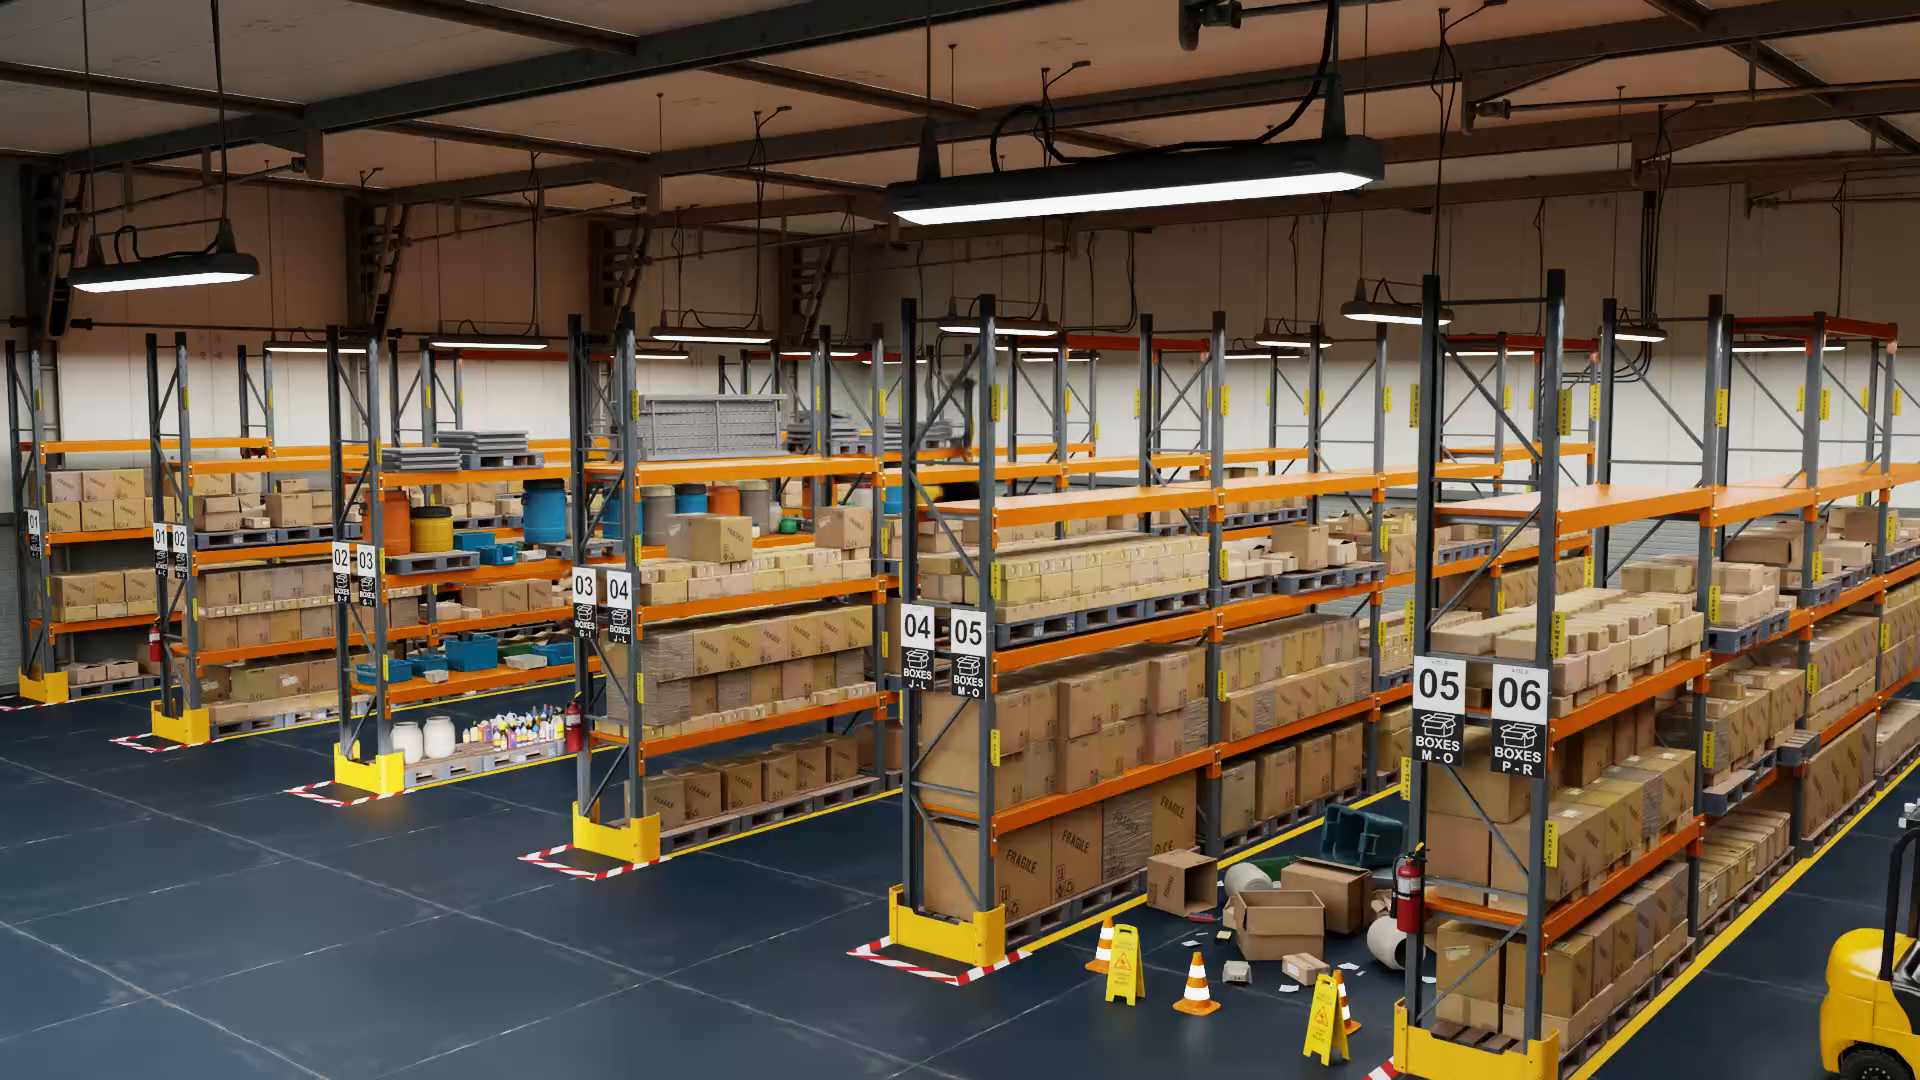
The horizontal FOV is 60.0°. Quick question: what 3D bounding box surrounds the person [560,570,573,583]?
[{"bbox_3d":[-7.962,1.317,33.739,0.588,1.628,0.758,3,6,30],"label":"person"}]
